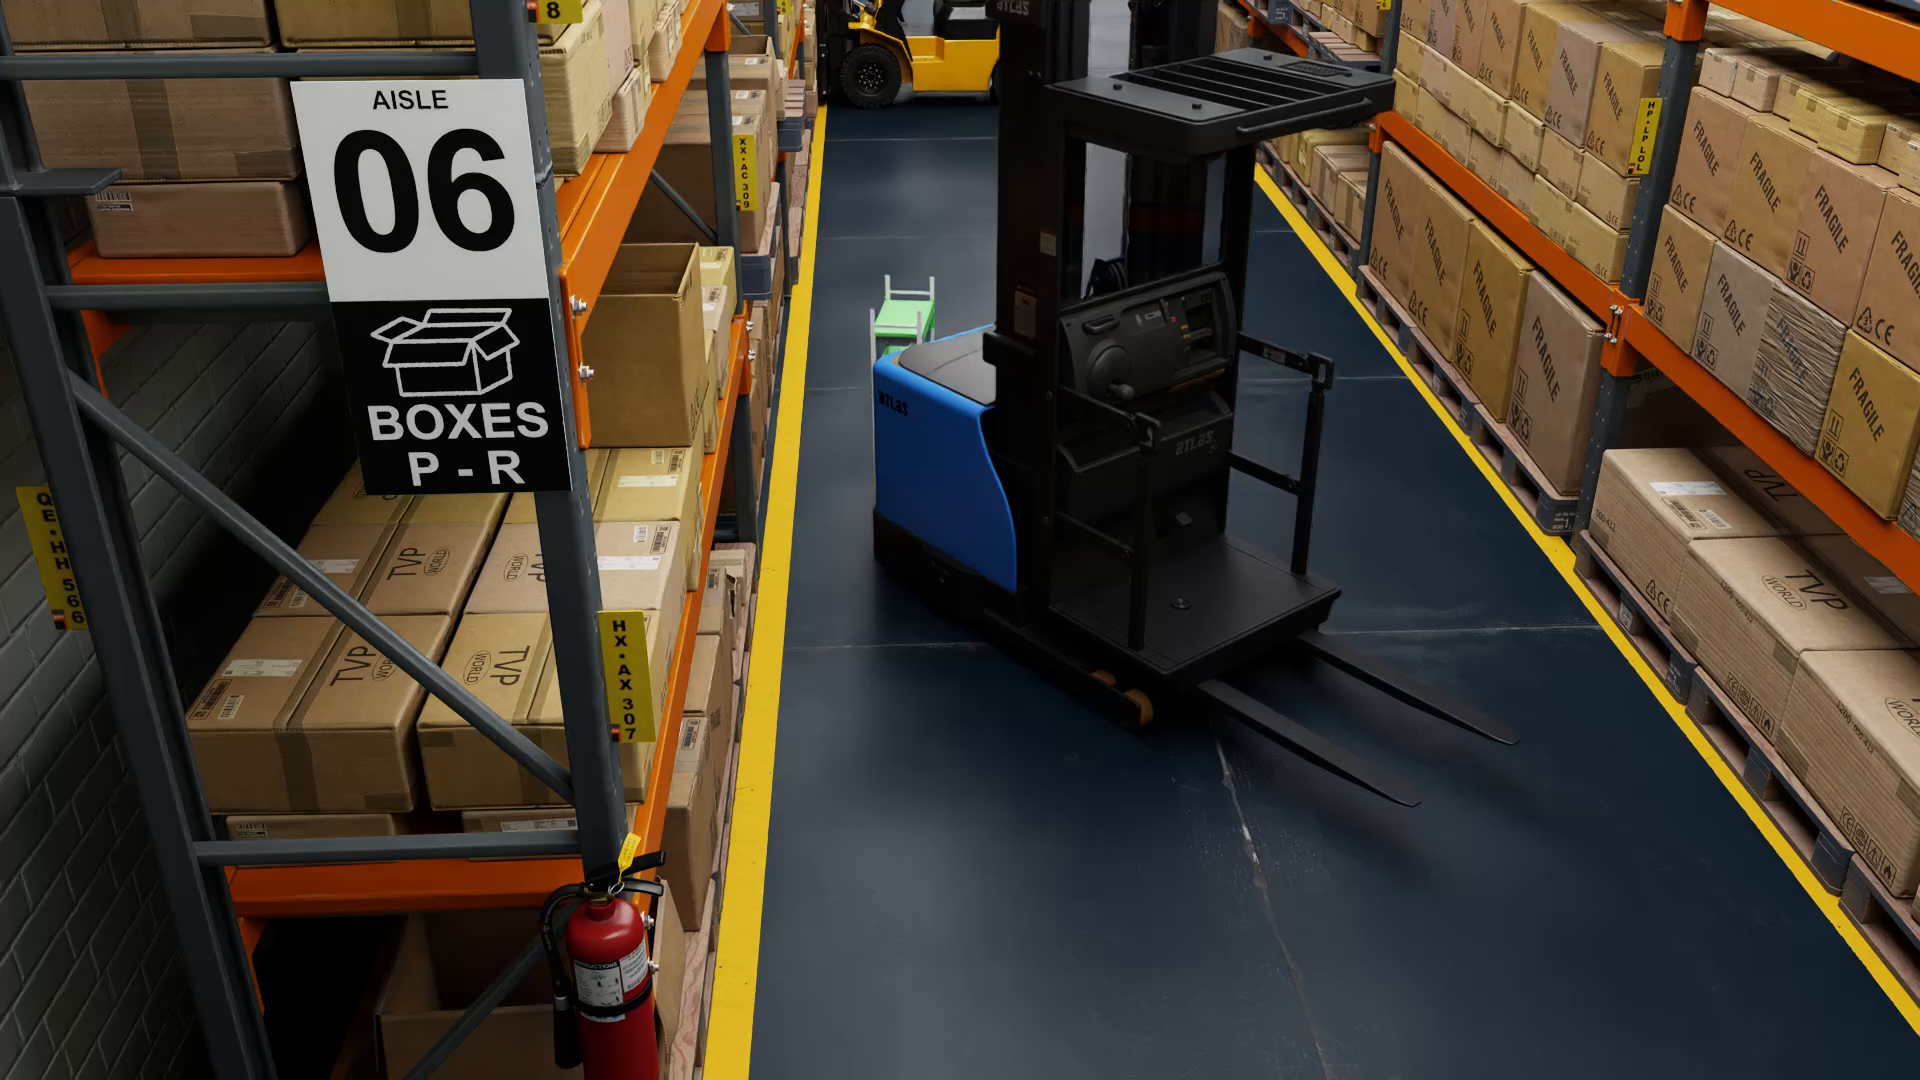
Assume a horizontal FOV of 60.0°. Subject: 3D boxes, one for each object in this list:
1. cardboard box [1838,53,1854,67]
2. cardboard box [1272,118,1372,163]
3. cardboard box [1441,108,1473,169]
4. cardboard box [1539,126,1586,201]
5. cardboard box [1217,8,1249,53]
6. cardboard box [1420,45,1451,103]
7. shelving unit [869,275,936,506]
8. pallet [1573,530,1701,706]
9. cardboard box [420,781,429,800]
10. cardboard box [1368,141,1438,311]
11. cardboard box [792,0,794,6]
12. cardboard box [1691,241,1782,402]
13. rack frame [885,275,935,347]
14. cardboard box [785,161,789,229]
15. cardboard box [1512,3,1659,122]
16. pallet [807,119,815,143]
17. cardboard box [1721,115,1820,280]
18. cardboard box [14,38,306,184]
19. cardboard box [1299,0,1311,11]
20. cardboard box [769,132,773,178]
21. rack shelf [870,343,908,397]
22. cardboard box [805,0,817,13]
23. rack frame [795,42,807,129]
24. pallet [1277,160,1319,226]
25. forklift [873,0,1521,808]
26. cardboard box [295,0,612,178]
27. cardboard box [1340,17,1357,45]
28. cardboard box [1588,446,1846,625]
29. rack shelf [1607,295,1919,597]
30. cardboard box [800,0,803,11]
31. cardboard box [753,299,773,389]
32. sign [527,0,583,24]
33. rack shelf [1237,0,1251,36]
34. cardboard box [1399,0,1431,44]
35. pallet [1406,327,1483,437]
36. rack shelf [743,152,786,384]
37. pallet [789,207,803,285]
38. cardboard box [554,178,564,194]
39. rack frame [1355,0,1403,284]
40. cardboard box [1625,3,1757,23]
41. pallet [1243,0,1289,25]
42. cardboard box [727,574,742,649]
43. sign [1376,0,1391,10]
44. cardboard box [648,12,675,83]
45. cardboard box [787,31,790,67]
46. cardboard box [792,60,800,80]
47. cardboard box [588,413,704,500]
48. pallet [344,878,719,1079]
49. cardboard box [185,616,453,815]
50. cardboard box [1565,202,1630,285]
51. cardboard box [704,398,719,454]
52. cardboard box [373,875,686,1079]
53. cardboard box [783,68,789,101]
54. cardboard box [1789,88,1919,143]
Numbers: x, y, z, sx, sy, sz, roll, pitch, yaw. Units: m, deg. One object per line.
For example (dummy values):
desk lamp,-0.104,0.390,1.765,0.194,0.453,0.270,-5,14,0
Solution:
cardboard box,3.835,-1.921,6.799,0.380,0.149,0.250,-2,28,-4
cardboard box,3.154,-3.422,13.955,0.950,0.372,0.625,0,28,1
cardboard box,3.132,-2.350,9.674,0.500,0.250,0.500,0,28,-1
cardboard box,3.202,-1.864,8.202,0.500,0.250,0.500,-1,28,-1
cardboard box,2.756,-4.776,15.872,0.500,0.500,0.500,-1,28,-2
cardboard box,3.098,-2.804,10.004,0.500,0.250,0.500,-1,28,-1
shelving unit,-0.272,-0.645,8.190,0.258,1.200,0.503,3,28,5
pallet,3.462,0.309,7.429,1.003,0.211,1.213,-1,28,-3
cardboard box,-1.484,0.534,4.253,0.380,0.149,0.250,-1,28,-1
cardboard box,3.245,-2.051,10.782,0.875,0.875,0.875,-2,28,-3
cardboard box,-1.538,-4.314,12.900,0.500,0.250,0.500,-1,28,-2
cardboard box,3.286,-0.869,6.565,0.500,0.500,0.500,-1,28,-2
rack frame,-0.246,-0.758,8.405,0.240,1.200,0.015,3,28,5
cardboard box,-1.684,-2.428,11.775,0.875,0.625,0.625,-1,28,-1
cardboard box,3.185,-2.442,8.499,0.500,0.500,0.500,-1,28,-1
pallet,-1.873,-3.985,15.663,1.003,0.211,1.213,-1,28,-3
cardboard box,3.304,-1.309,6.327,0.500,0.500,0.500,-2,28,-3
cardboard box,-1.542,-0.906,3.340,0.500,0.250,0.500,-2,28,-4
cardboard box,2.837,-4.184,12.847,0.380,0.149,0.250,0,28,-1
cardboard box,-1.145,-1.936,8.410,0.396,0.266,0.258,0,28,0
rack shelf,-0.272,-0.802,8.109,0.258,0.148,0.480,3,28,5
cardboard box,-1.659,-5.203,16.421,0.500,0.250,0.500,-2,28,-4
rack frame,-1.874,-4.853,14.312,1.000,3.000,0.127,-1,28,-3
pallet,3.192,-2.814,13.418,1.003,0.211,1.213,-1,28,-3
forklift,0.913,-0.787,6.590,1.130,2.935,3.031,-21,34,-34
cardboard box,-0.997,-0.919,3.364,0.500,0.250,0.500,-2,28,-3
cardboard box,2.896,-3.586,11.699,0.380,0.149,0.250,-2,28,-3
cardboard box,3.426,-0.038,7.396,0.875,0.438,0.875,-2,28,-3
rack shelf,3.605,-0.038,5.857,1.077,0.370,4.000,-1,28,-3
cardboard box,-1.586,-4.560,13.912,0.500,0.250,0.500,-1,28,-1
cardboard box,-1.337,-1.182,9.521,0.500,0.500,0.500,-2,28,-4
sign,-0.705,-1.042,2.816,0.100,0.325,0.005,-1,28,-3
rack shelf,2.979,-5.580,16.482,1.077,0.370,4.000,-1,28,-3
cardboard box,3.074,-3.382,10.301,0.500,0.500,0.500,-2,28,-4
pallet,3.319,-0.963,9.869,1.003,0.211,1.213,-1,28,-3
rack shelf,-1.560,-1.764,9.166,1.077,0.370,4.000,-1,28,-3
pallet,-1.669,-2.151,12.146,1.003,0.211,1.213,-1,28,-3
cardboard box,-1.071,-0.803,3.575,0.380,0.149,0.250,-1,28,-2
rack frame,3.292,-3.128,11.003,1.000,3.000,0.127,-1,28,-3
cardboard box,3.687,-2.444,8.503,0.500,0.500,0.500,-2,28,-4
pallet,2.978,-4.533,13.906,1.003,0.211,1.213,-1,28,-3
cardboard box,-1.115,0.282,6.968,0.396,0.266,0.258,0,28,-1
sign,2.751,-3.588,10.720,0.100,0.325,0.005,-1,28,-3
cardboard box,-1.015,-1.393,4.706,0.380,0.149,0.250,-1,28,-3
cardboard box,-1.499,-3.621,12.110,0.500,0.250,0.500,-2,28,-4
cardboard box,-1.835,-3.746,14.302,0.875,0.625,0.625,0,28,0
cardboard box,-1.106,-0.296,5.414,0.500,0.250,0.500,-2,28,-4
pallet,-1.294,1.522,5.105,1.003,0.211,1.213,-1,28,-3
cardboard box,-1.536,0.417,4.047,0.500,0.250,0.500,-1,28,-1
cardboard box,3.226,-1.415,7.882,0.500,0.250,0.500,-2,28,-4
cardboard box,-1.086,-0.428,6.099,0.380,0.149,0.250,-2,28,-3
cardboard box,-1.184,1.324,4.713,0.797,0.503,0.637,-2,28,-5
cardboard box,-1.247,-2.787,10.167,0.380,0.149,0.250,-1,28,-2
cardboard box,3.295,-1.552,6.092,0.380,0.149,0.250,-2,28,-3
